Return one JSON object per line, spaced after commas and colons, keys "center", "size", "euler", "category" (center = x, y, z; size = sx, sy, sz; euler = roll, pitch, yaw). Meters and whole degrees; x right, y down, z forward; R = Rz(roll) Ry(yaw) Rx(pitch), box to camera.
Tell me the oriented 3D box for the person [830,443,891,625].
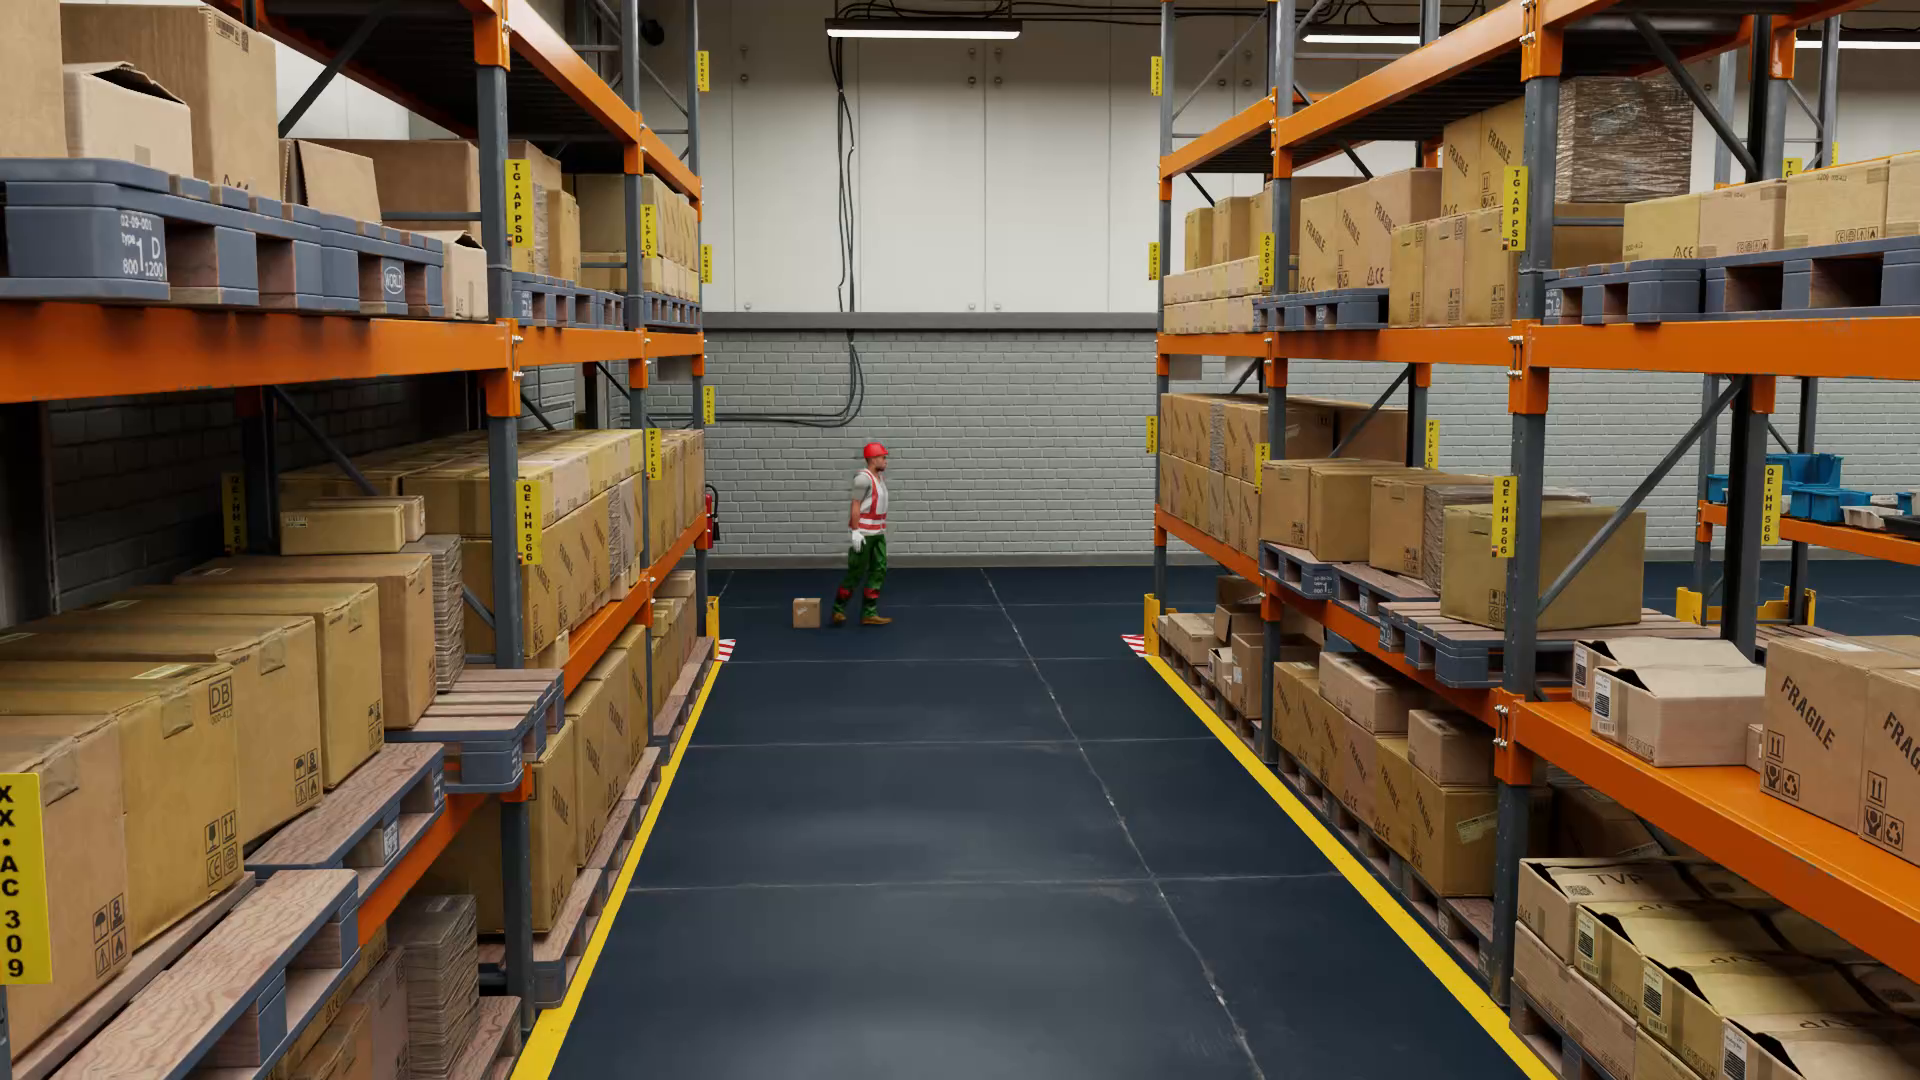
{"center": [-0.964, -0.058, 16.139], "size": [0.571, 1.776, 0.580], "euler": [3, 7, 23], "category": "person"}
